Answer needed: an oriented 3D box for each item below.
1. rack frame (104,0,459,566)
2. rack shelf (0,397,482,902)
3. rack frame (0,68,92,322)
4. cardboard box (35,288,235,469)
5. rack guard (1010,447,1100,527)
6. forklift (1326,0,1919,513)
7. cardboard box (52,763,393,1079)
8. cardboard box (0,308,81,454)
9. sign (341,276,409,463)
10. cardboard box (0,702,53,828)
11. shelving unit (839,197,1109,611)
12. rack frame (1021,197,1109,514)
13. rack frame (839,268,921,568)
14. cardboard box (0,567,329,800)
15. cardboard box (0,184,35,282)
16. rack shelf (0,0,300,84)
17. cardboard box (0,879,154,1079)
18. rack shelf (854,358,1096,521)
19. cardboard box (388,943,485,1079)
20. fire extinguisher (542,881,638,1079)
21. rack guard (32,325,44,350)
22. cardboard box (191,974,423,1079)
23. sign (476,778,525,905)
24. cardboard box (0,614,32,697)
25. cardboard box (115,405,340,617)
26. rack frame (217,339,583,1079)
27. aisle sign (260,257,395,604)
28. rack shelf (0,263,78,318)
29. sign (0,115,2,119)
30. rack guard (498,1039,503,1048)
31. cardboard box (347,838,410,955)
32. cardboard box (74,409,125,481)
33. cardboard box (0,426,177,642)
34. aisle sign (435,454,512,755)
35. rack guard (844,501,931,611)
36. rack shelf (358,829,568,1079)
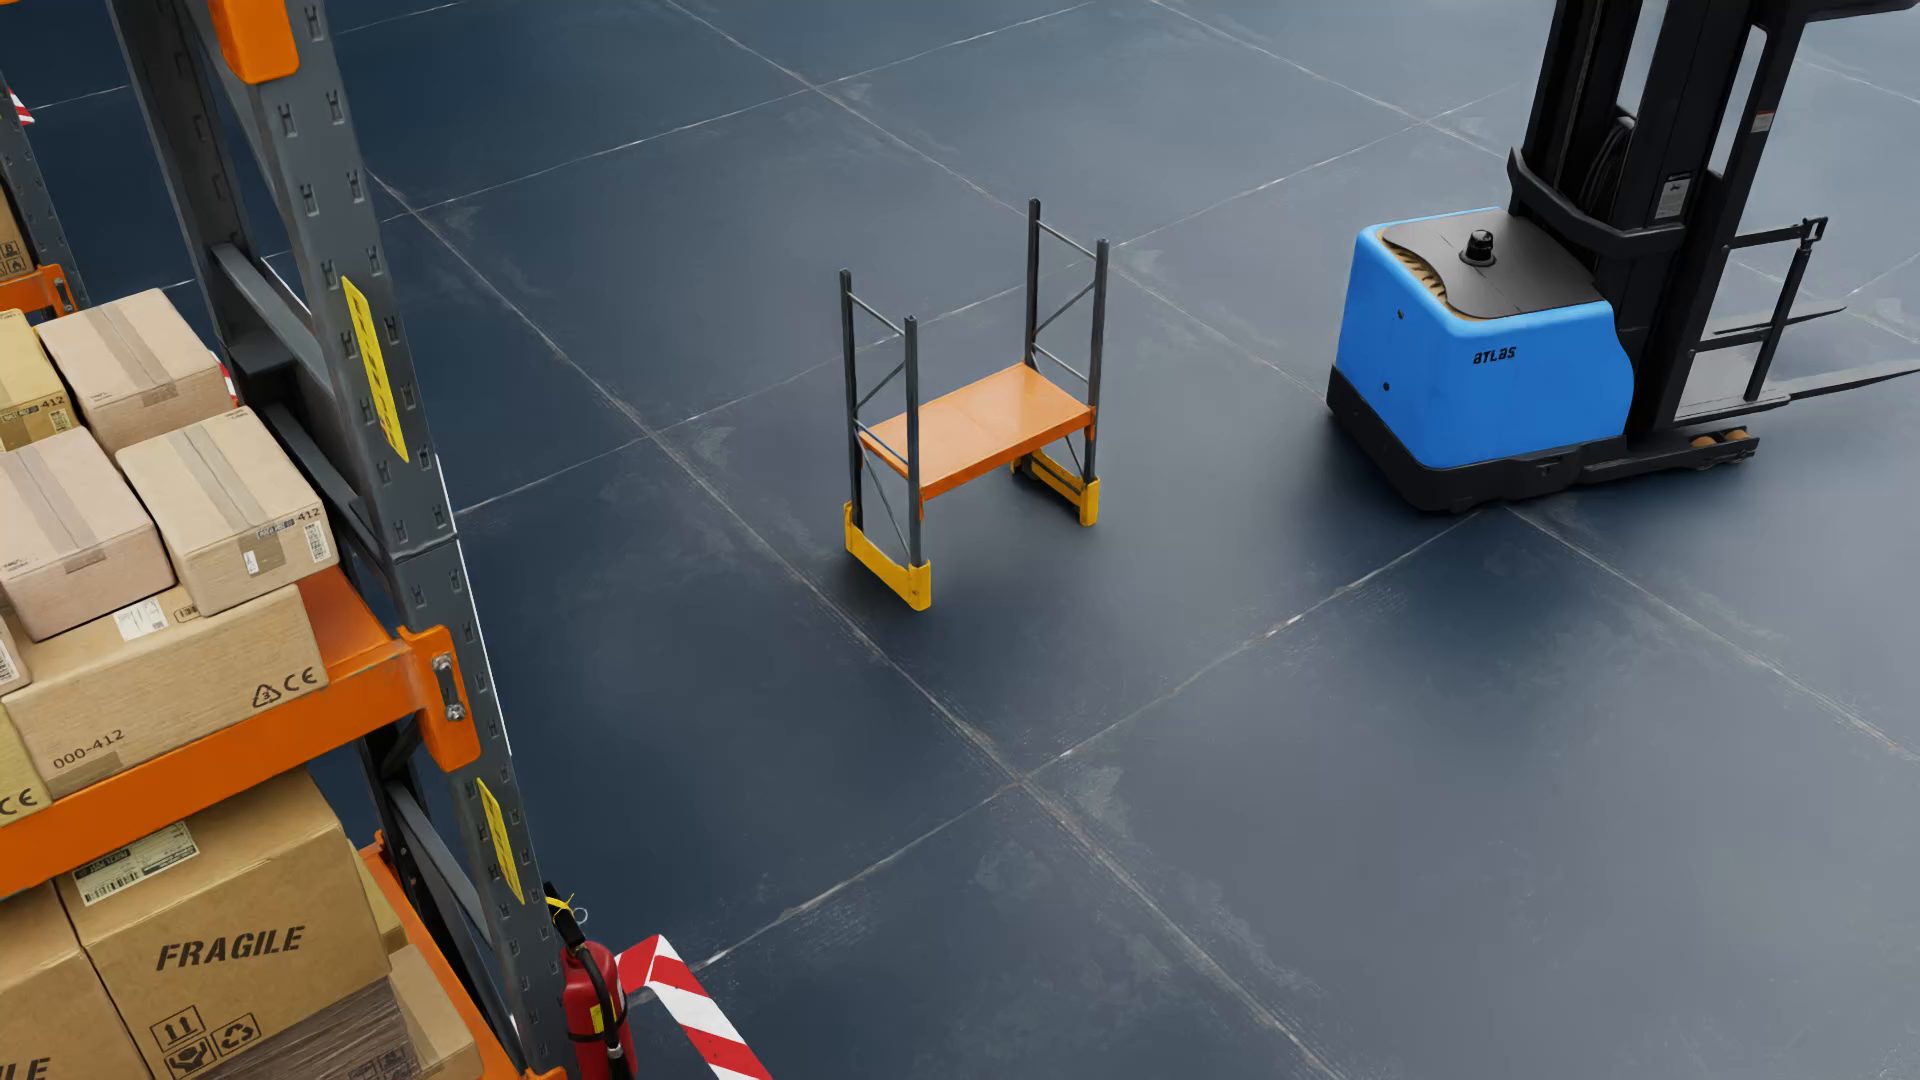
[{"bbox_3d":[-1.306,-1.388,2.480,0.127,3.000,1.000,-26,46,-28],"label":"rack frame"},{"bbox_3d":[-2.892,0.823,2.717,4.000,0.370,1.077,-26,46,-28],"label":"rack shelf"},{"bbox_3d":[-4.248,-1.602,7.471,0.127,3.000,1.000,-26,46,-28],"label":"rack frame"},{"bbox_3d":[-1.665,-0.334,3.365,0.250,0.149,0.380,-26,46,-28],"label":"cardboard box"},{"bbox_3d":[0.455,-0.319,8.075,0.087,0.250,0.587,-26,46,-28],"label":"rack guard"},{"bbox_3d":[3.478,-1.794,7.759,3.031,2.935,1.130,-11,41,-13],"label":"forklift"},{"bbox_3d":[-1.592,0.728,3.529,0.500,0.500,0.500,-26,46,-28],"label":"cardboard box"},{"bbox_3d":[-1.930,-0.283,3.302,0.250,0.149,0.380,-25,45,-27],"label":"cardboard box"},{"bbox_3d":[-0.984,-0.284,2.801,0.005,0.325,0.100,-26,46,-28],"label":"sign"},{"bbox_3d":[-1.928,0.338,2.859,0.500,0.250,0.500,-26,46,-28],"label":"cardboard box"},{"bbox_3d":[0.060,-0.609,7.444,1.083,1.500,0.587,-26,46,-28],"label":"shelving unit"},{"bbox_3d":[0.471,-0.809,7.687,0.032,1.500,0.500,-26,46,-28],"label":"rack frame"},{"bbox_3d":[-0.335,-0.416,7.209,0.032,1.500,0.500,-26,46,-28],"label":"rack frame"},{"bbox_3d":[-1.534,0.144,3.096,0.500,0.250,0.500,-25,45,-27],"label":"cardboard box"},{"bbox_3d":[-4.515,-1.494,7.221,0.550,0.550,0.875,-26,46,-28],"label":"cardboard box"},{"bbox_3d":[-2.892,-0.335,1.767,4.000,0.370,1.077,-26,46,-28],"label":"rack shelf"},{"bbox_3d":[-1.985,0.924,3.290,0.500,0.500,0.500,-26,46,-28],"label":"cardboard box"},{"bbox_3d":[0.068,-0.474,7.562,1.000,0.185,0.538,-26,46,-28],"label":"rack shelf"},{"bbox_3d":[-1.406,1.243,4.202,0.250,0.149,0.380,-26,46,-28],"label":"cardboard box"},{"bbox_3d":[-0.934,1.149,4.179,0.183,0.674,0.296,-26,46,-28],"label":"fire extinguisher"},{"bbox_3d":[-4.229,-0.645,8.275,0.348,0.500,1.175,-26,46,-28],"label":"rack guard"},{"bbox_3d":[-1.759,0.977,4.014,0.500,0.500,0.875,-26,46,-28],"label":"cardboard box"},{"bbox_3d":[-0.984,0.649,3.566,0.005,0.325,0.100,-26,46,-28],"label":"sign"},{"bbox_3d":[-1.764,0.142,2.784,0.250,0.149,0.380,-28,47,-30],"label":"cardboard box"},{"bbox_3d":[-1.336,-0.060,3.030,0.250,0.149,0.380,-26,46,-28],"label":"cardboard box"},{"bbox_3d":[-1.306,0.932,4.383,0.127,3.000,1.000,-26,46,-28],"label":"rack frame"},{"bbox_3d":[-1.440,-0.248,3.771,0.004,0.787,0.394,-26,46,-28],"label":"aisle sign"},{"bbox_3d":[-5.834,-0.551,6.757,4.000,0.370,1.077,-26,46,-28],"label":"rack shelf"},{"bbox_3d":[-3.929,-1.863,6.689,0.005,0.325,0.100,-26,46,-28],"label":"sign"},{"bbox_3d":[-1.366,1.927,5.140,0.348,0.500,1.175,-26,46,-28],"label":"rack guard"},{"bbox_3d":[-1.677,1.019,4.474,0.250,0.149,0.380,-26,46,-28],"label":"cardboard box"},{"bbox_3d":[-1.846,-0.114,3.411,0.500,0.250,0.500,-25,45,-27],"label":"cardboard box"},{"bbox_3d":[-1.614,-0.018,2.980,0.250,0.149,0.380,-28,47,-29],"label":"cardboard box"},{"bbox_3d":[-1.074,0.053,3.404,0.004,0.787,0.394,-26,46,-28],"label":"aisle sign"},{"bbox_3d":[-0.334,0.066,7.606,0.087,0.250,0.587,-26,46,-28],"label":"rack guard"},{"bbox_3d":[-2.892,1.983,3.669,4.000,0.370,1.077,-26,46,-28],"label":"rack shelf"}]
